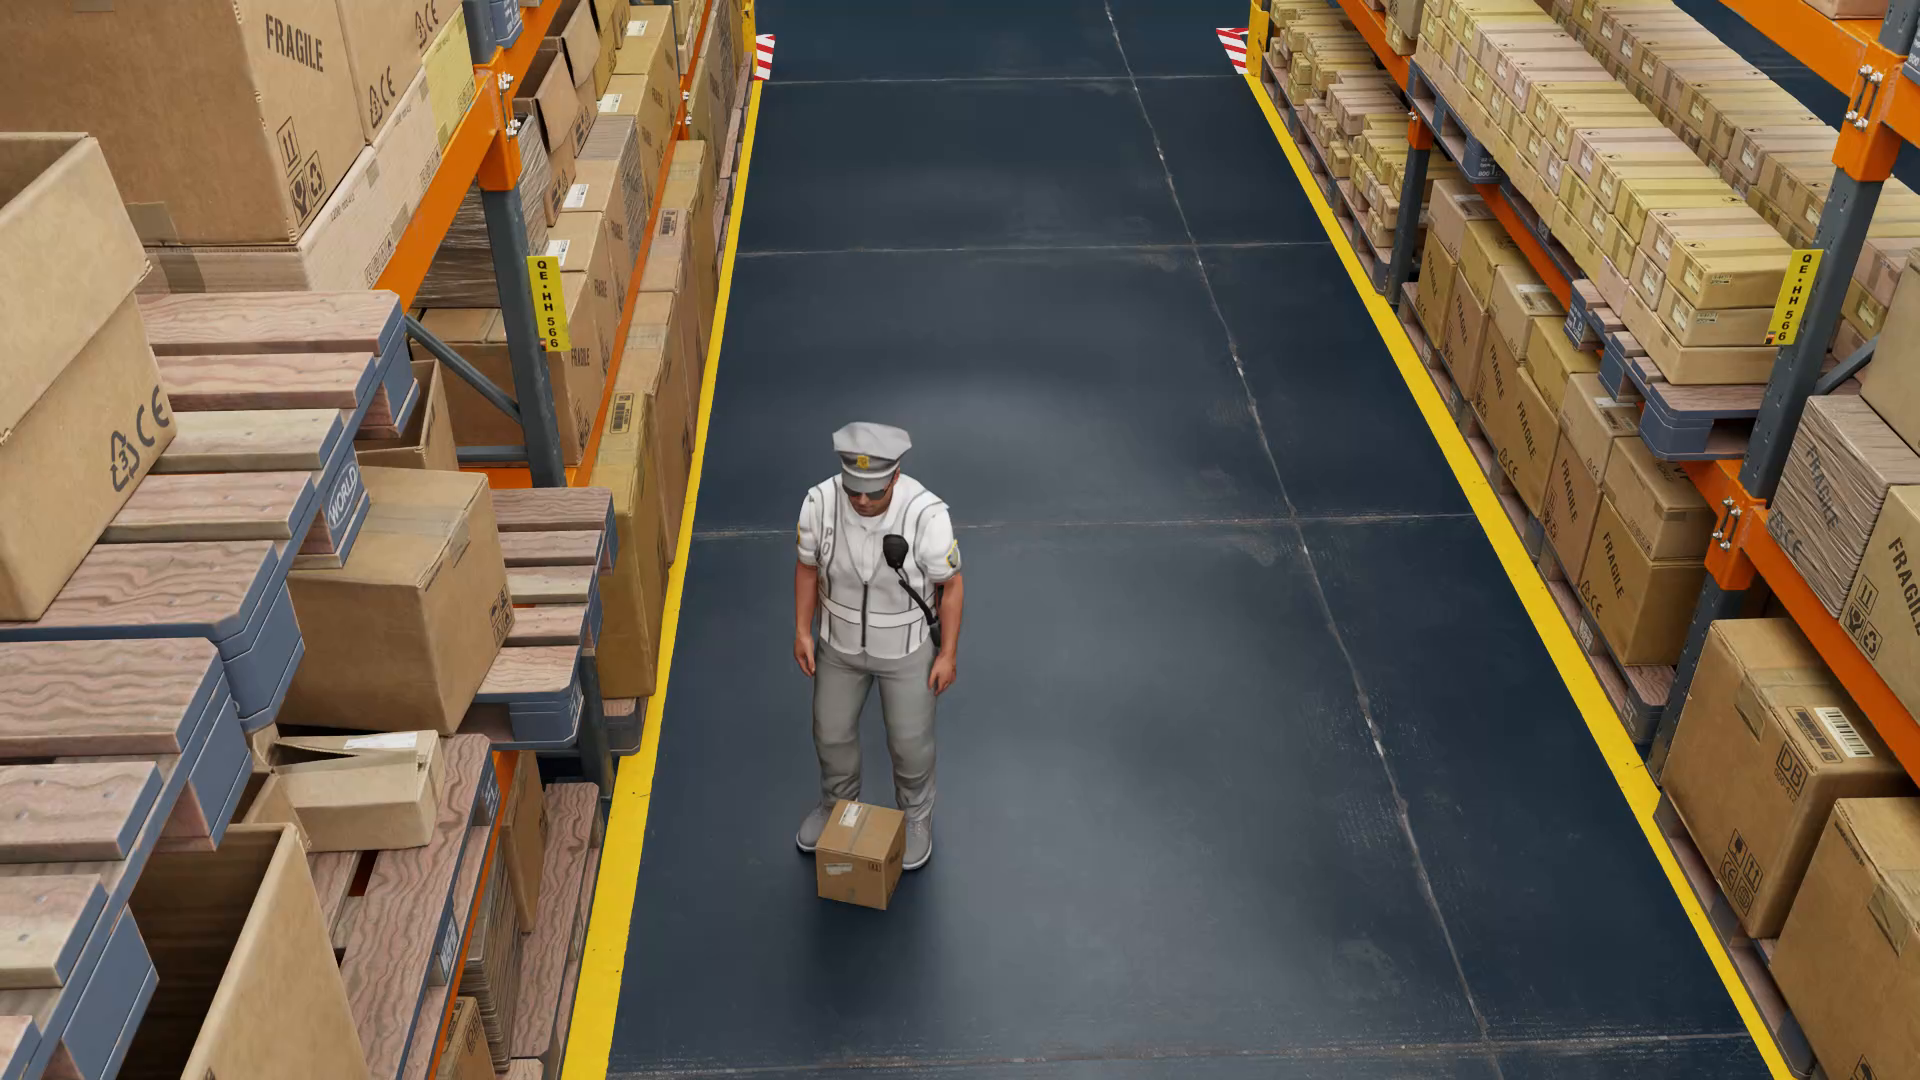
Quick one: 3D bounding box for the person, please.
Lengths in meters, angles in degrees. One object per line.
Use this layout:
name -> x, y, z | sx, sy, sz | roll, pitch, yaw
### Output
person -> -0.280, 0.338, 5.657 | 0.584, 1.747, 0.435 | 8, 36, 11
